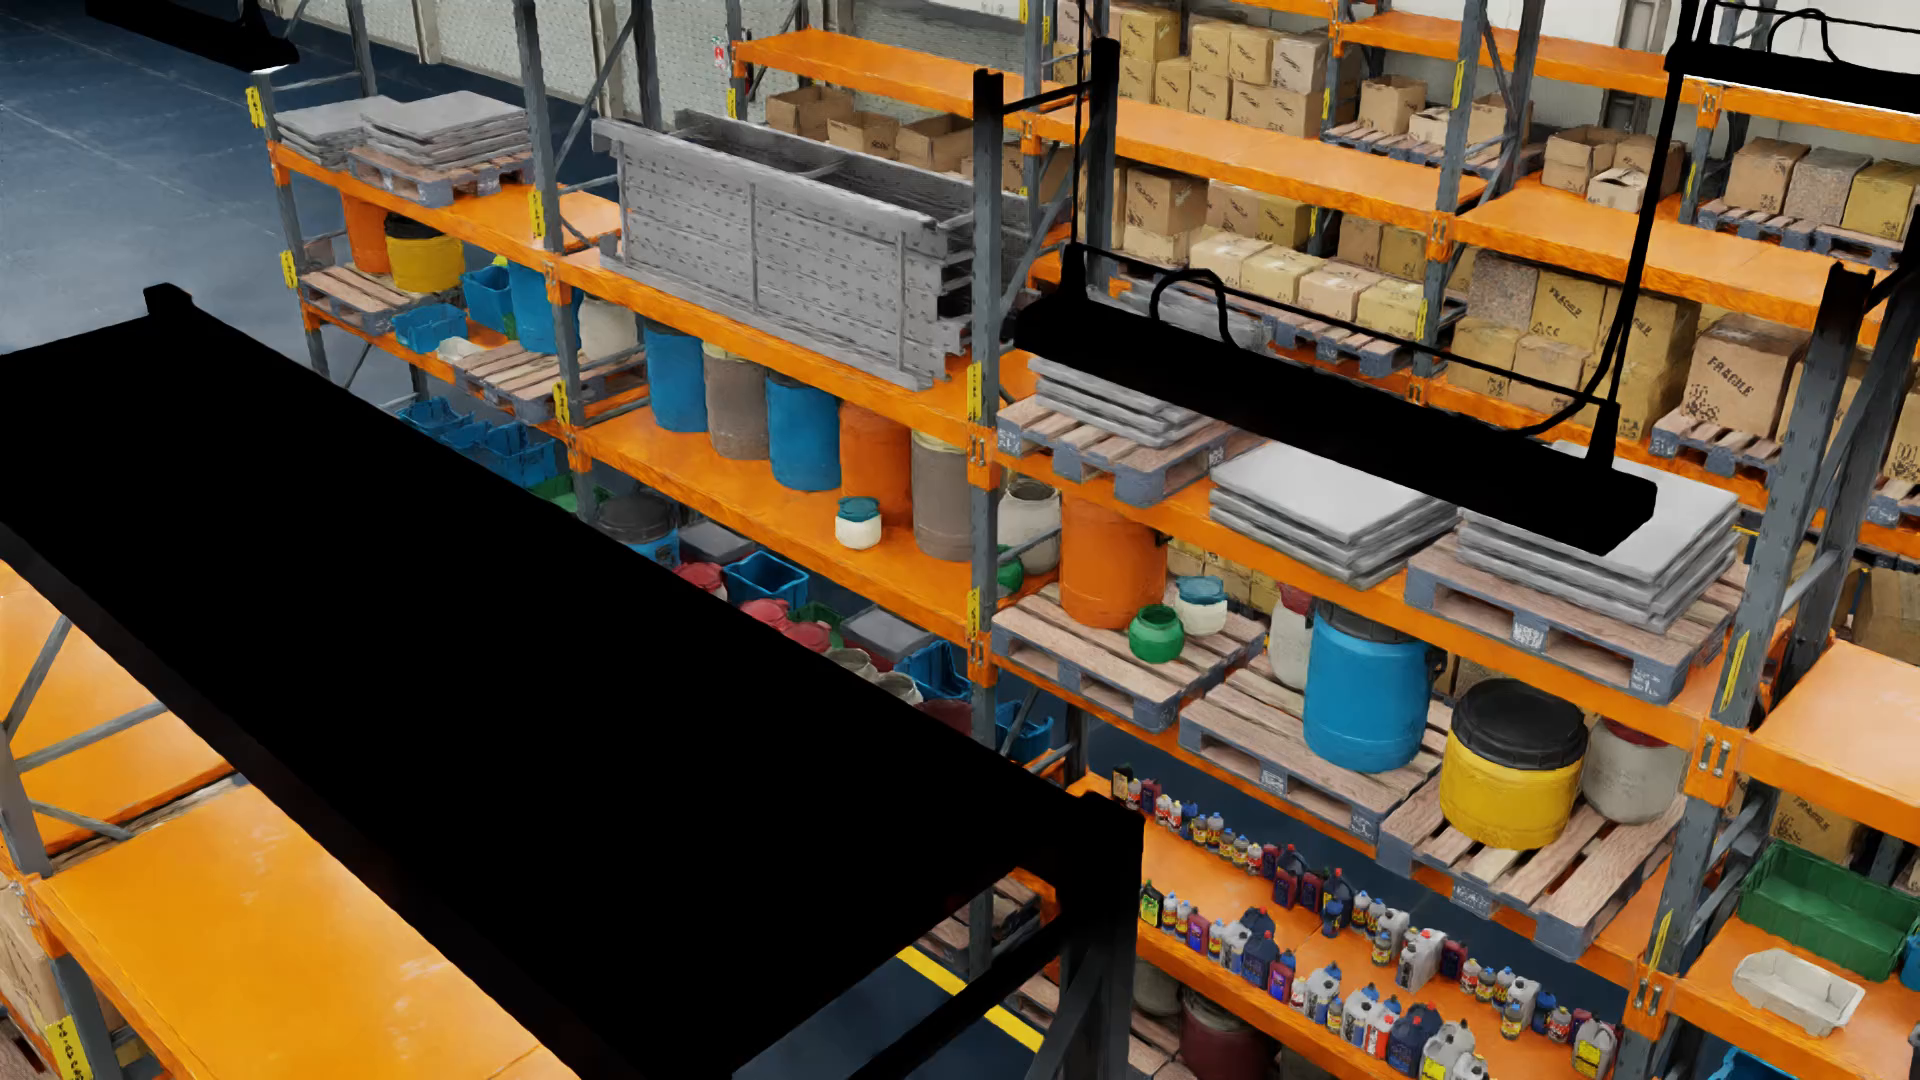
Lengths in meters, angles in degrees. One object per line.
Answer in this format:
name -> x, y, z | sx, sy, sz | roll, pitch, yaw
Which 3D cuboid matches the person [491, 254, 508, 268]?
person -> -4.924, -2.395, 18.753 | 0.835, 1.704, 0.710 | 14, 32, 23
